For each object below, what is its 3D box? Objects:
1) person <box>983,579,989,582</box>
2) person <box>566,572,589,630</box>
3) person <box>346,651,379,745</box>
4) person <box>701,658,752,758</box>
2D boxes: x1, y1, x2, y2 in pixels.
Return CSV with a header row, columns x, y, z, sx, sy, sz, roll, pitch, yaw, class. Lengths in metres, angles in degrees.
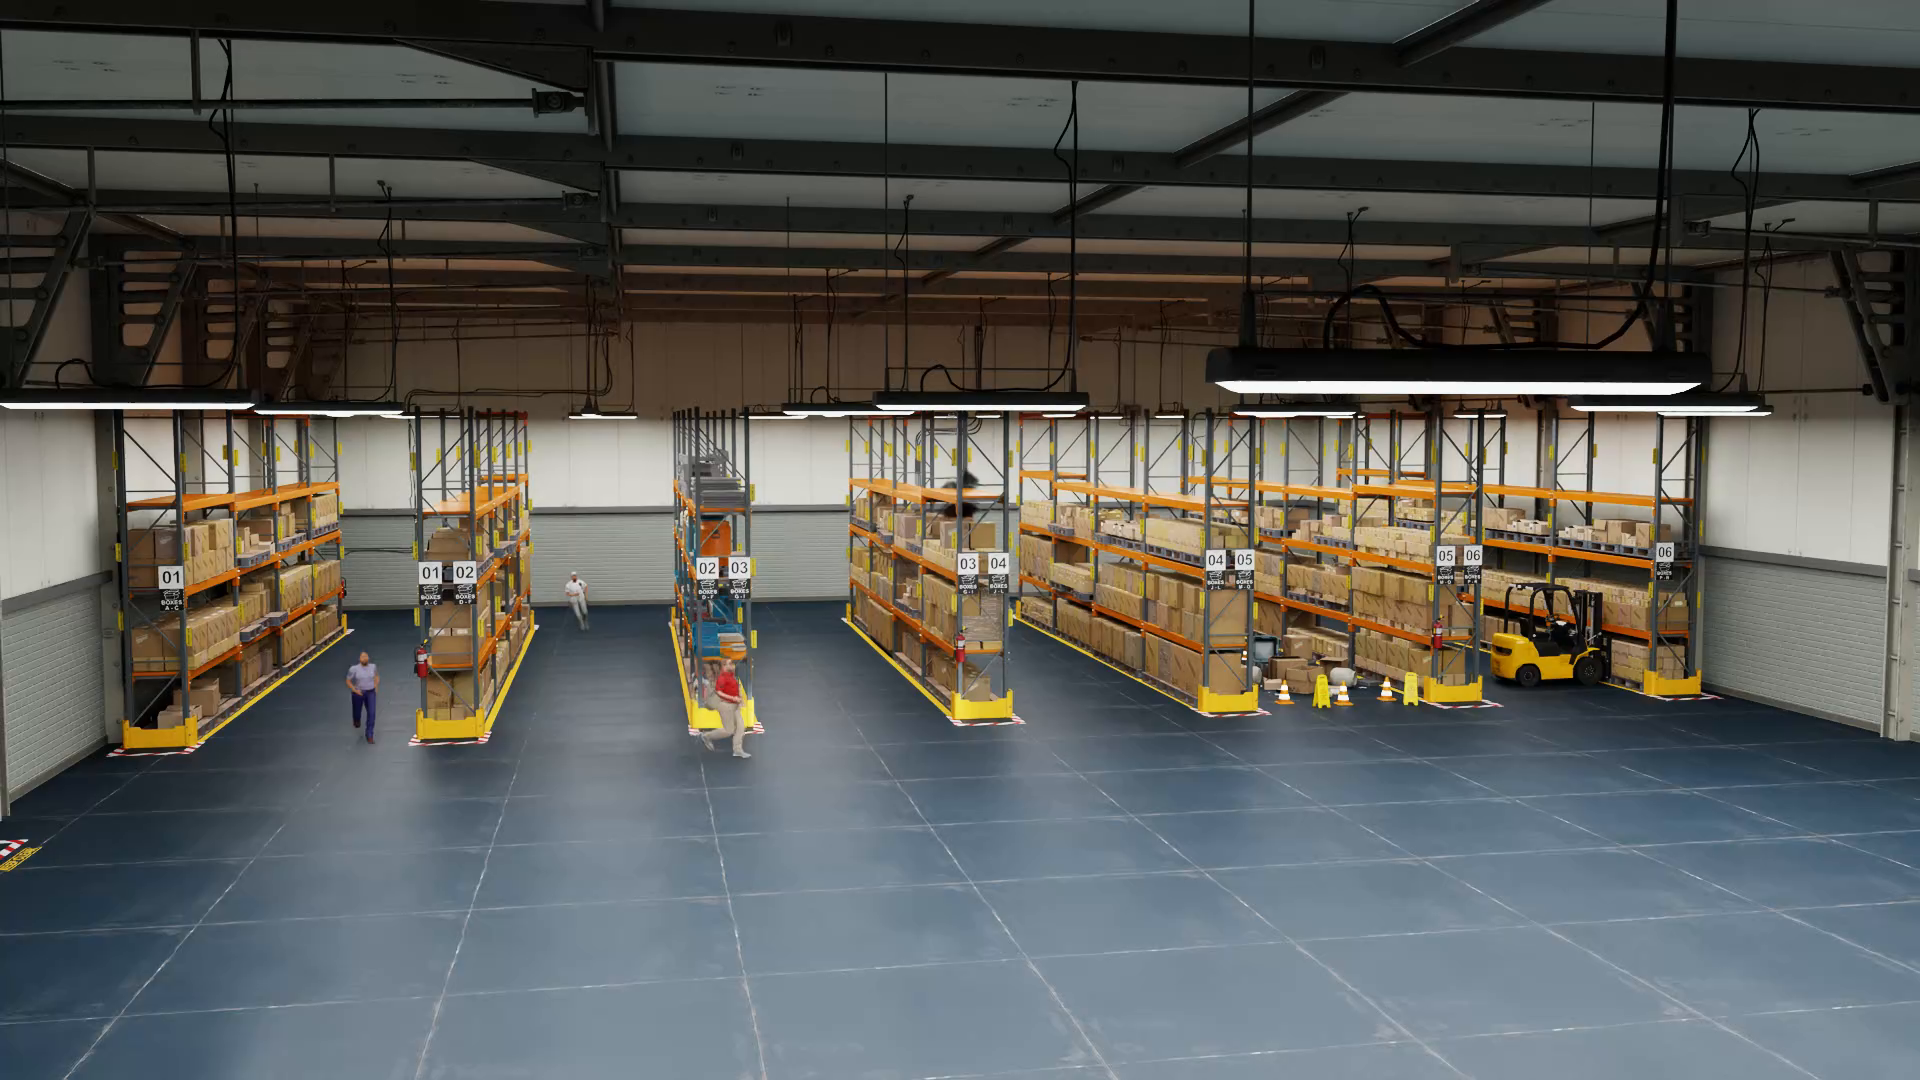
x,y,z,sx,sy,sz,roll,pitch,yaw,class
0.713,1.421,48.874,0.831,1.692,0.594,-3,5,-36,person
-10.497,1.676,45.597,0.613,1.608,0.563,-1,4,-15,person
-10.718,2.816,29.881,0.584,1.642,1.013,-2,4,-25,person
-3.971,2.860,28.334,0.861,1.707,0.662,1,4,10,person
